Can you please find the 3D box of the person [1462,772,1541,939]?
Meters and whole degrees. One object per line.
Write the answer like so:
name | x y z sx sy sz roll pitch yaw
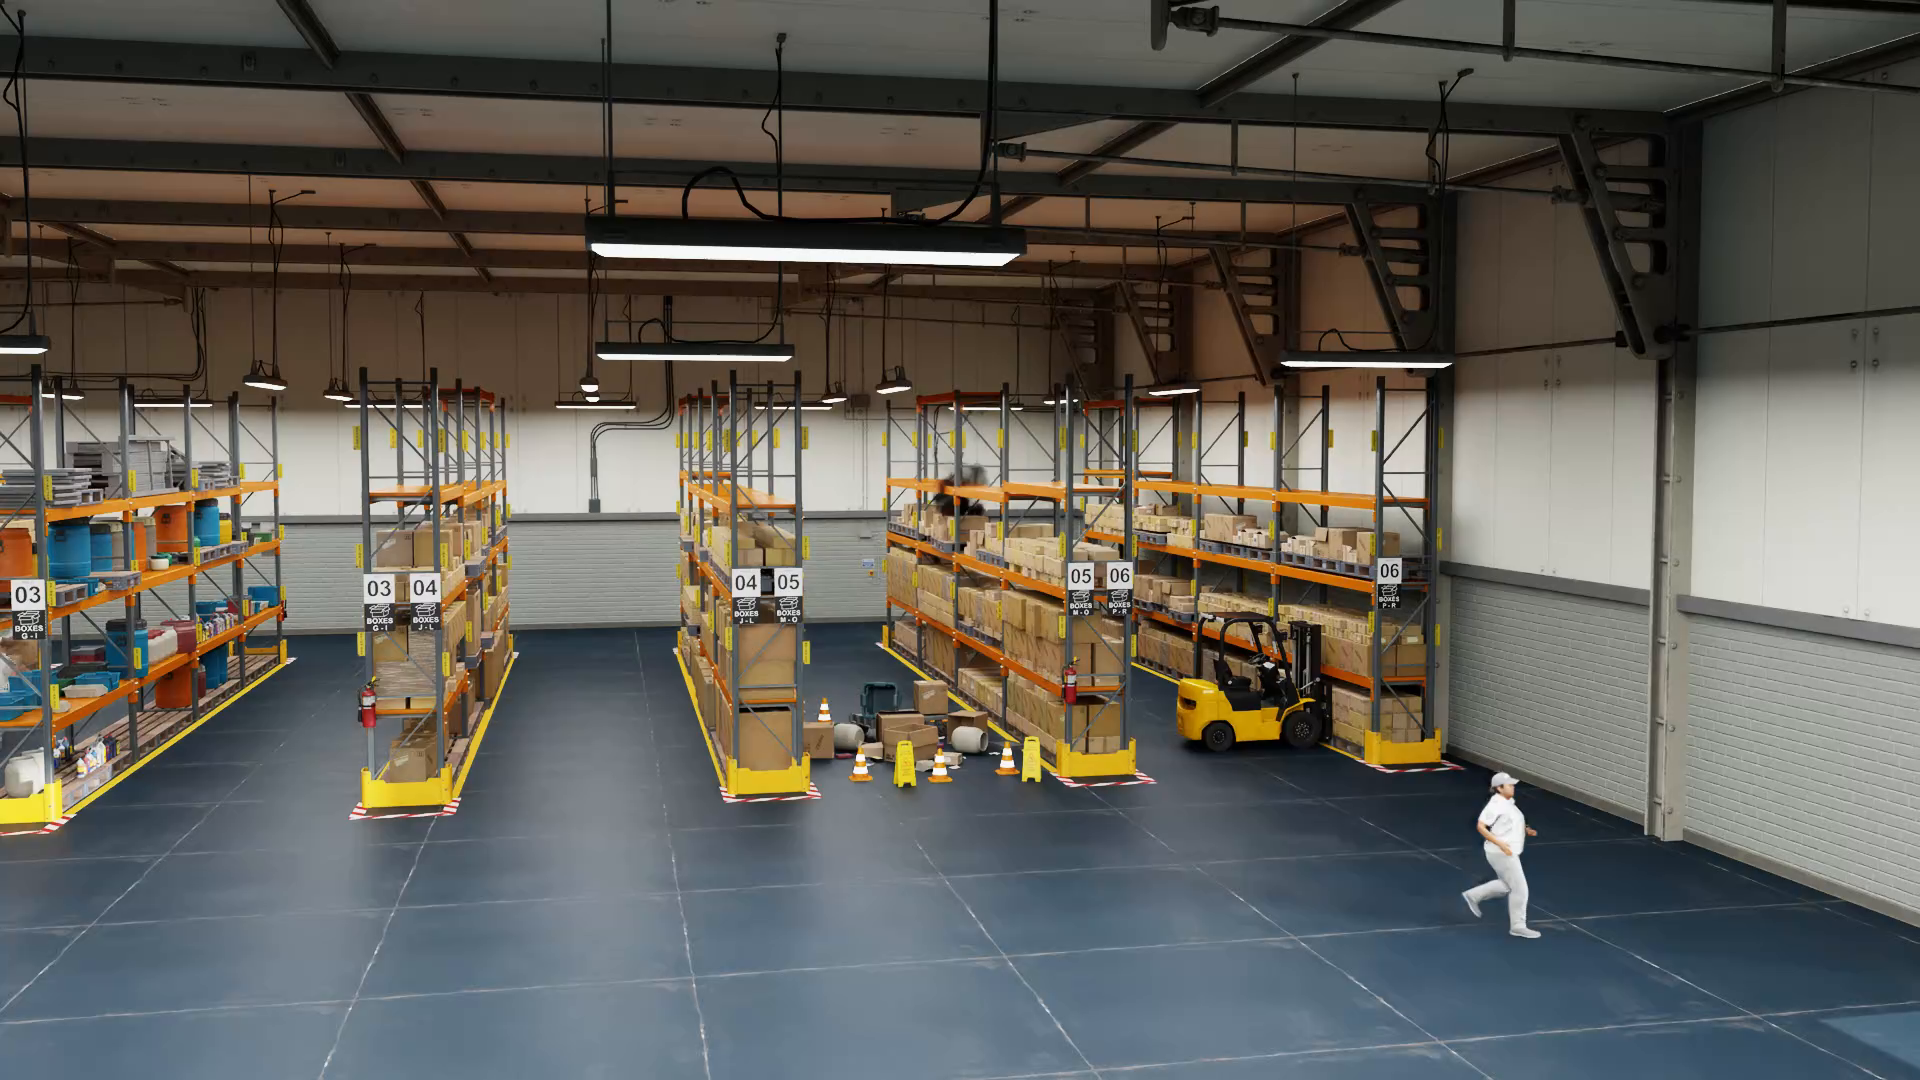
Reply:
person | 5.502 3.176 16.910 0.823 1.634 0.620 2 4 32

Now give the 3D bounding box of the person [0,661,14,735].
person | -15.600 2.545 26.793 0.657 1.743 0.605 -2 4 -24
